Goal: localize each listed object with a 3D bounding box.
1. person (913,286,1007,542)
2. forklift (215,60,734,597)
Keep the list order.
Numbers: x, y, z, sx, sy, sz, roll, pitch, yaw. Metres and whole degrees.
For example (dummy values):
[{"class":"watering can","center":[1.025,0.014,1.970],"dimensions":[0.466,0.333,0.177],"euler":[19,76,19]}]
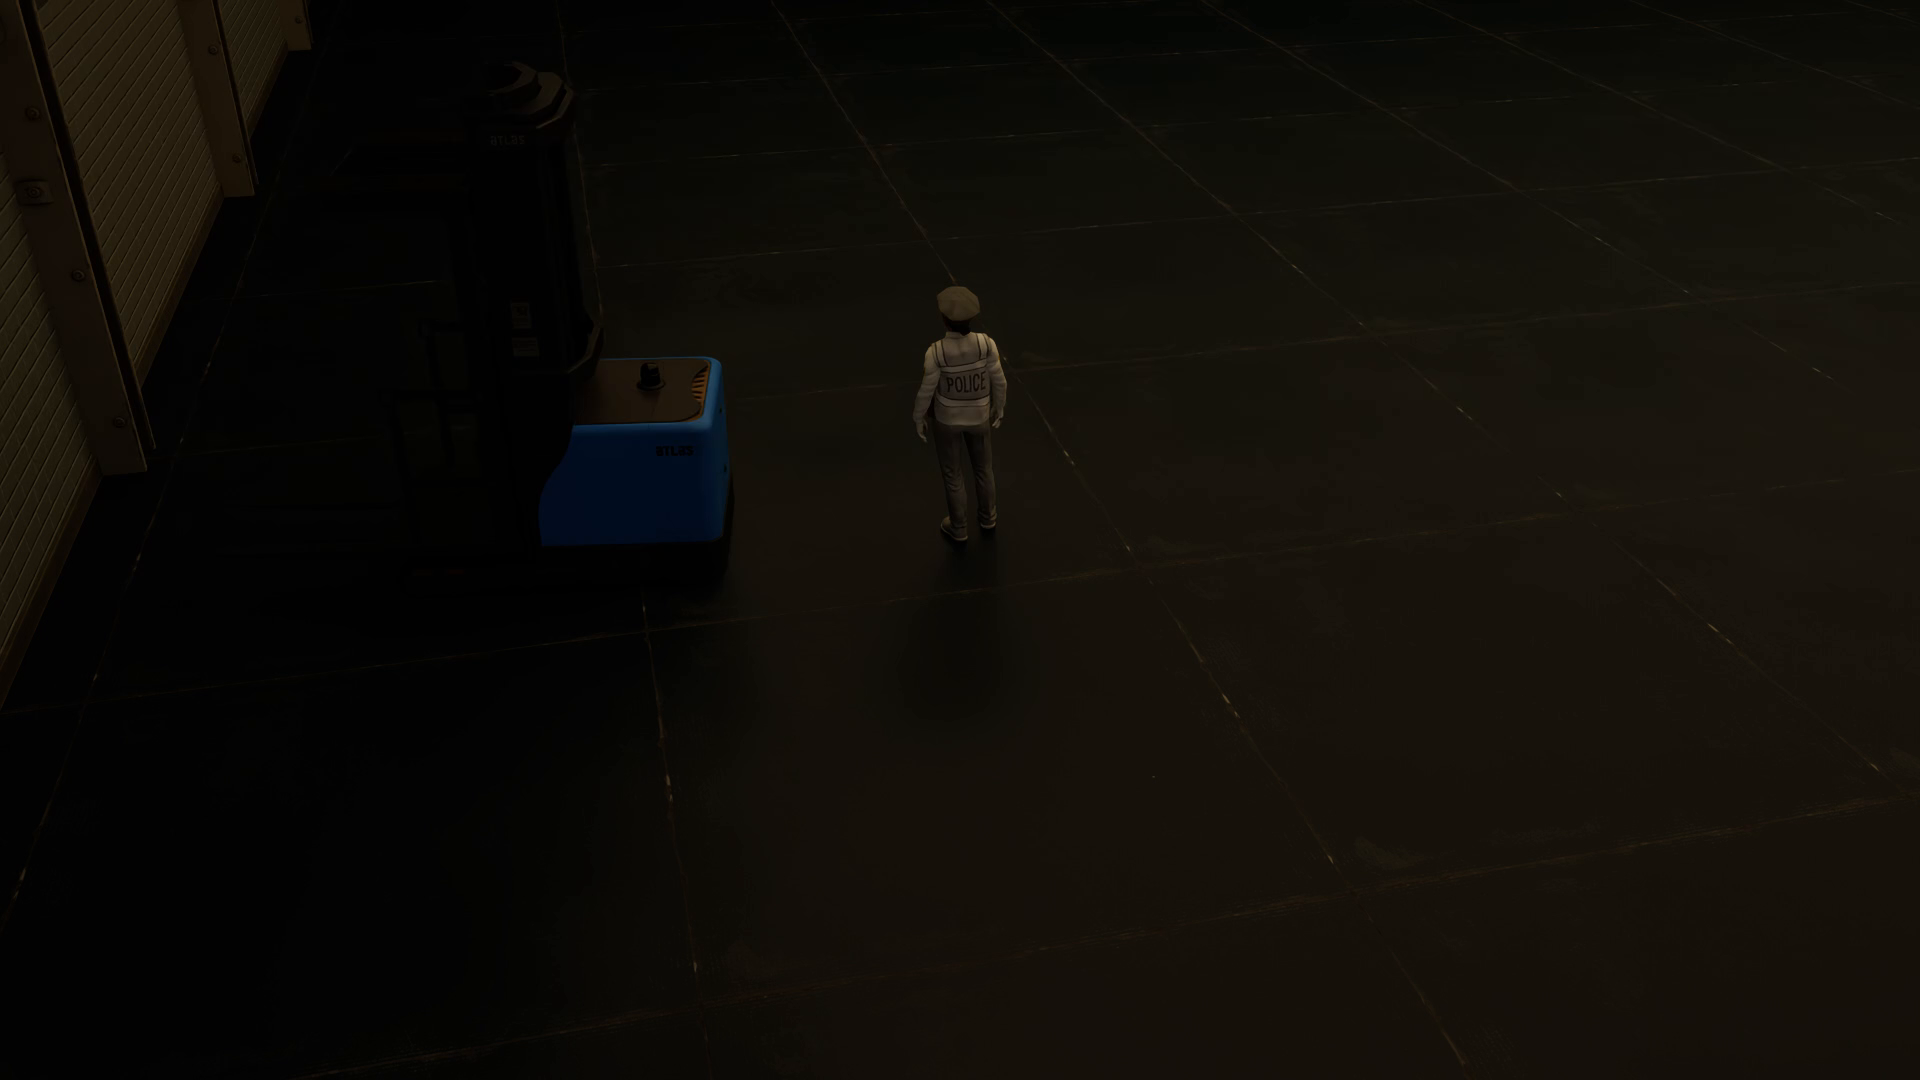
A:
[{"class":"person","center":[-0.009,-0.774,10.131],"dimensions":[0.586,1.694,0.532],"euler":[-7,31,-12]},{"class":"forklift","center":[-2.951,-1.202,9.651],"dimensions":[3.031,2.935,1.130],"euler":[-2,30,-3]}]
